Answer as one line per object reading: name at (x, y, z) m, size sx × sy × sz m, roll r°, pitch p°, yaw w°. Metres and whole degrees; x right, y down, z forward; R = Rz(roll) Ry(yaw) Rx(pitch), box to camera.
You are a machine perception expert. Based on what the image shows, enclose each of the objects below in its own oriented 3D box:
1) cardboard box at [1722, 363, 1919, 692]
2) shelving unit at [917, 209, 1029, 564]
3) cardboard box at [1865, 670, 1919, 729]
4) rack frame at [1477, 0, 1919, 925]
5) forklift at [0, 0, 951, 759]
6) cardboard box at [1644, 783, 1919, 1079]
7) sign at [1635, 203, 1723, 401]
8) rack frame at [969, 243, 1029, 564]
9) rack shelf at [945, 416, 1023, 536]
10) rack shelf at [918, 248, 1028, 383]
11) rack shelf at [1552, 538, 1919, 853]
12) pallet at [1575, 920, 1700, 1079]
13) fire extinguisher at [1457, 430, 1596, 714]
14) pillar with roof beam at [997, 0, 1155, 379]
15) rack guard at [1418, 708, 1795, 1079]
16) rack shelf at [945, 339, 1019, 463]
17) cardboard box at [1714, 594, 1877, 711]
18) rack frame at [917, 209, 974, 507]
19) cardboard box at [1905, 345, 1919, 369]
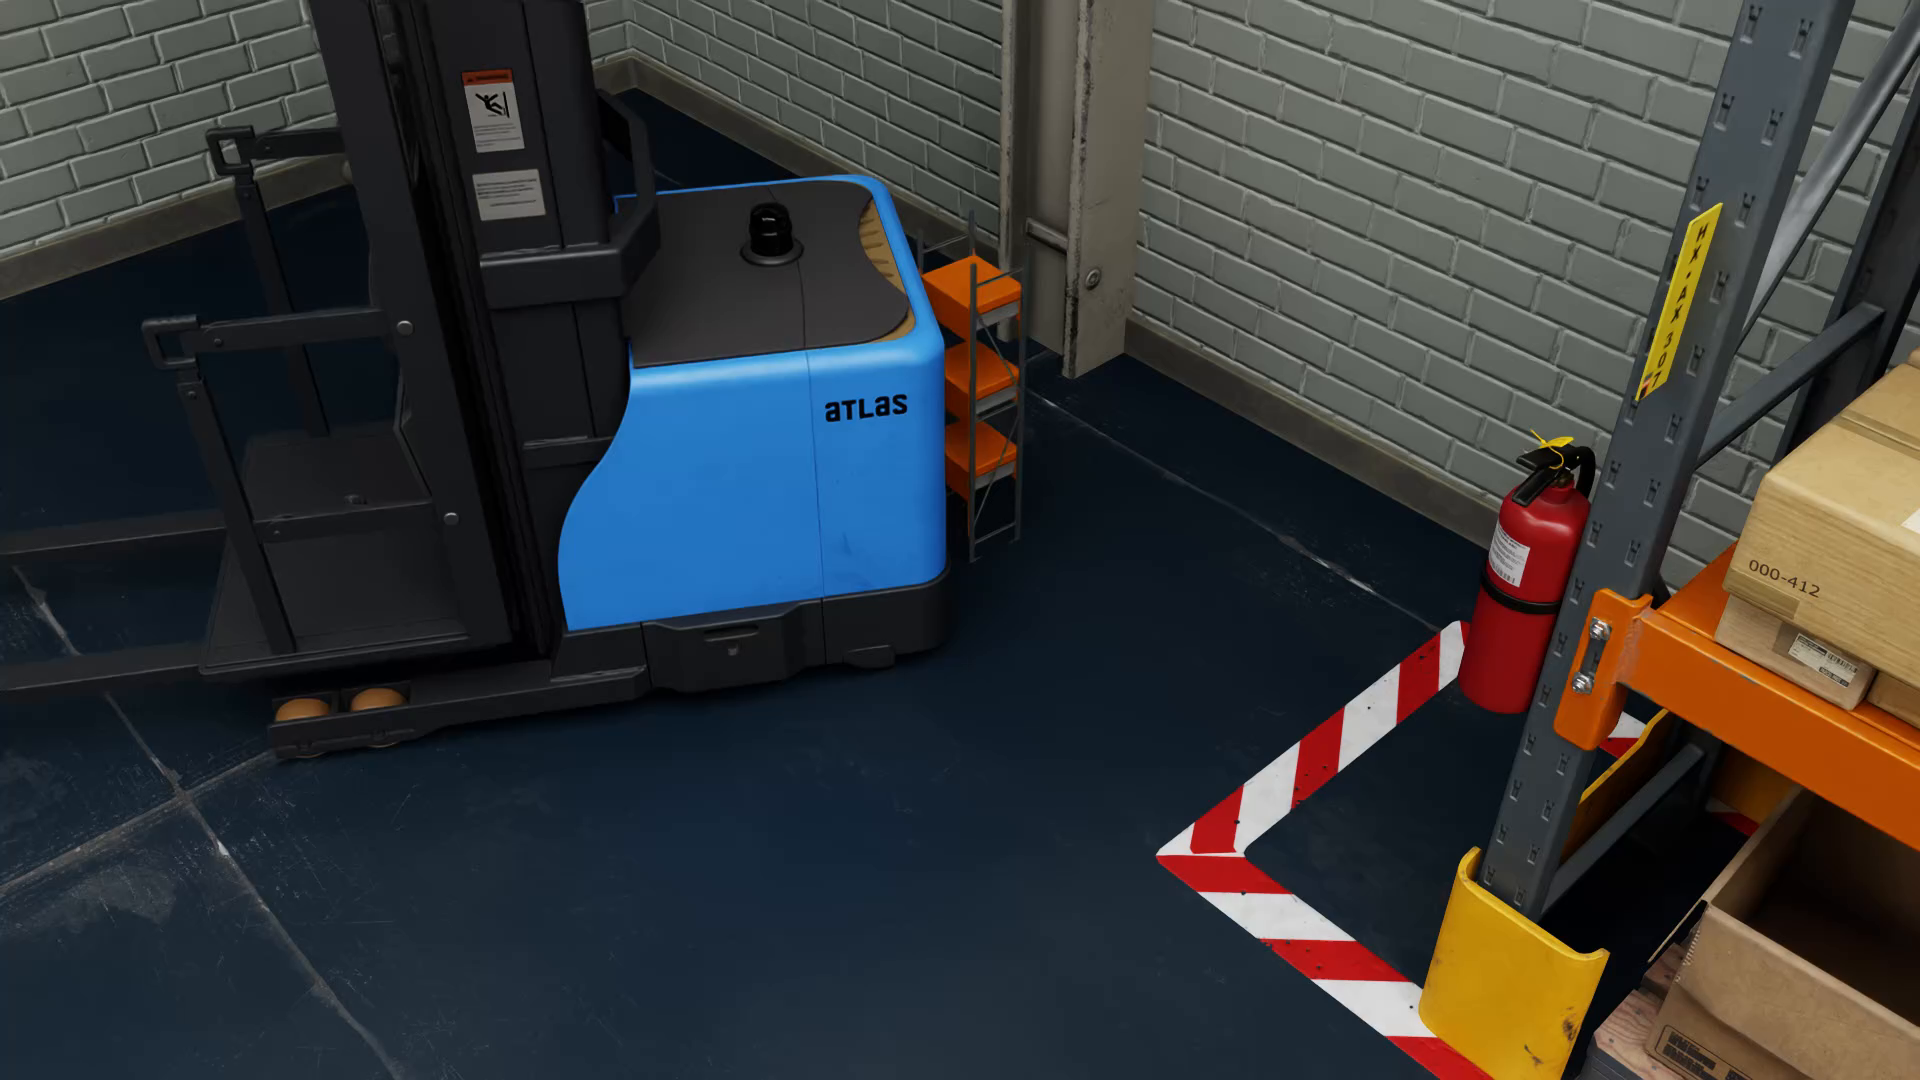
cardboard box at (1.647, 0.000, 2.745) m, size 0.500 × 0.250 × 0.500 m, roll -30°, pitch 47°, yaw -32°
shelving unit at (0.034, -0.435, 4.953) m, size 0.215 × 1.050 × 0.252 m, roll -26°, pitch 46°, yaw -28°
cardboard box at (1.765, 0.197, 2.818) m, size 0.380 × 0.149 × 0.250 m, roll -29°, pitch 47°, yaw -31°
rack frame at (1.539, -0.267, 3.193) m, size 1.000 × 3.000 × 0.127 m, roll -30°, pitch 48°, yaw -32°
forklift at (-1.596, -0.911, 4.046) m, size 3.031 × 2.935 × 1.130 m, roll -7°, pitch 40°, yaw -9°
cardboard box at (1.883, 0.864, 3.445) m, size 0.797 × 0.503 × 0.637 m, roll -32°, pitch 49°, yaw -33°
sign at (1.139, -0.373, 2.636) m, size 0.100 × 0.325 × 0.005 m, roll -30°, pitch 48°, yaw -32°
rack frame at (0.109, -0.374, 4.878) m, size 0.200 × 1.050 × 0.008 m, roll -26°, pitch 46°, yaw -28°
rack shelf at (0.034, -0.210, 5.134) m, size 0.215 × 0.259 × 0.240 m, roll -26°, pitch 46°, yaw -28°
rack shelf at (0.034, -0.647, 4.781) m, size 0.215 × 0.259 × 0.240 m, roll -26°, pitch 46°, yaw -28°
rack shelf at (2.891, 0.938, 2.273) m, size 1.077 × 0.370 × 4.000 m, roll -30°, pitch 48°, yaw -32°
pallet at (2.130, 1.222, 3.570) m, size 1.003 × 0.211 × 1.213 m, roll -30°, pitch 48°, yaw -32°
fire extinguisher at (1.099, 0.036, 3.176) m, size 0.296 × 0.674 × 0.183 m, roll -30°, pitch 48°, yaw -32°
pillar with roof beam at (-2.792, -2.402, 1.063) m, size 9.100 × 9.000 × 0.400 m, roll -30°, pitch 48°, yaw -32°
rack guard at (1.590, 0.741, 3.935) m, size 1.175 × 0.500 × 0.348 m, roll -30°, pitch 48°, yaw -32°
rack shelf at (0.034, -0.427, 4.960) m, size 0.215 × 0.259 × 0.240 m, roll -26°, pitch 46°, yaw -28°
cardboard box at (1.559, 0.099, 2.940) m, size 0.380 × 0.149 × 0.250 m, roll -30°, pitch 48°, yaw -32°
rack frame at (-0.040, -0.496, 5.028) m, size 0.200 × 1.050 × 0.008 m, roll -26°, pitch 46°, yaw -28°
cardboard box at (2.045, -0.224, 3.023) m, size 0.500 × 0.250 × 0.500 m, roll -29°, pitch 47°, yaw -31°
